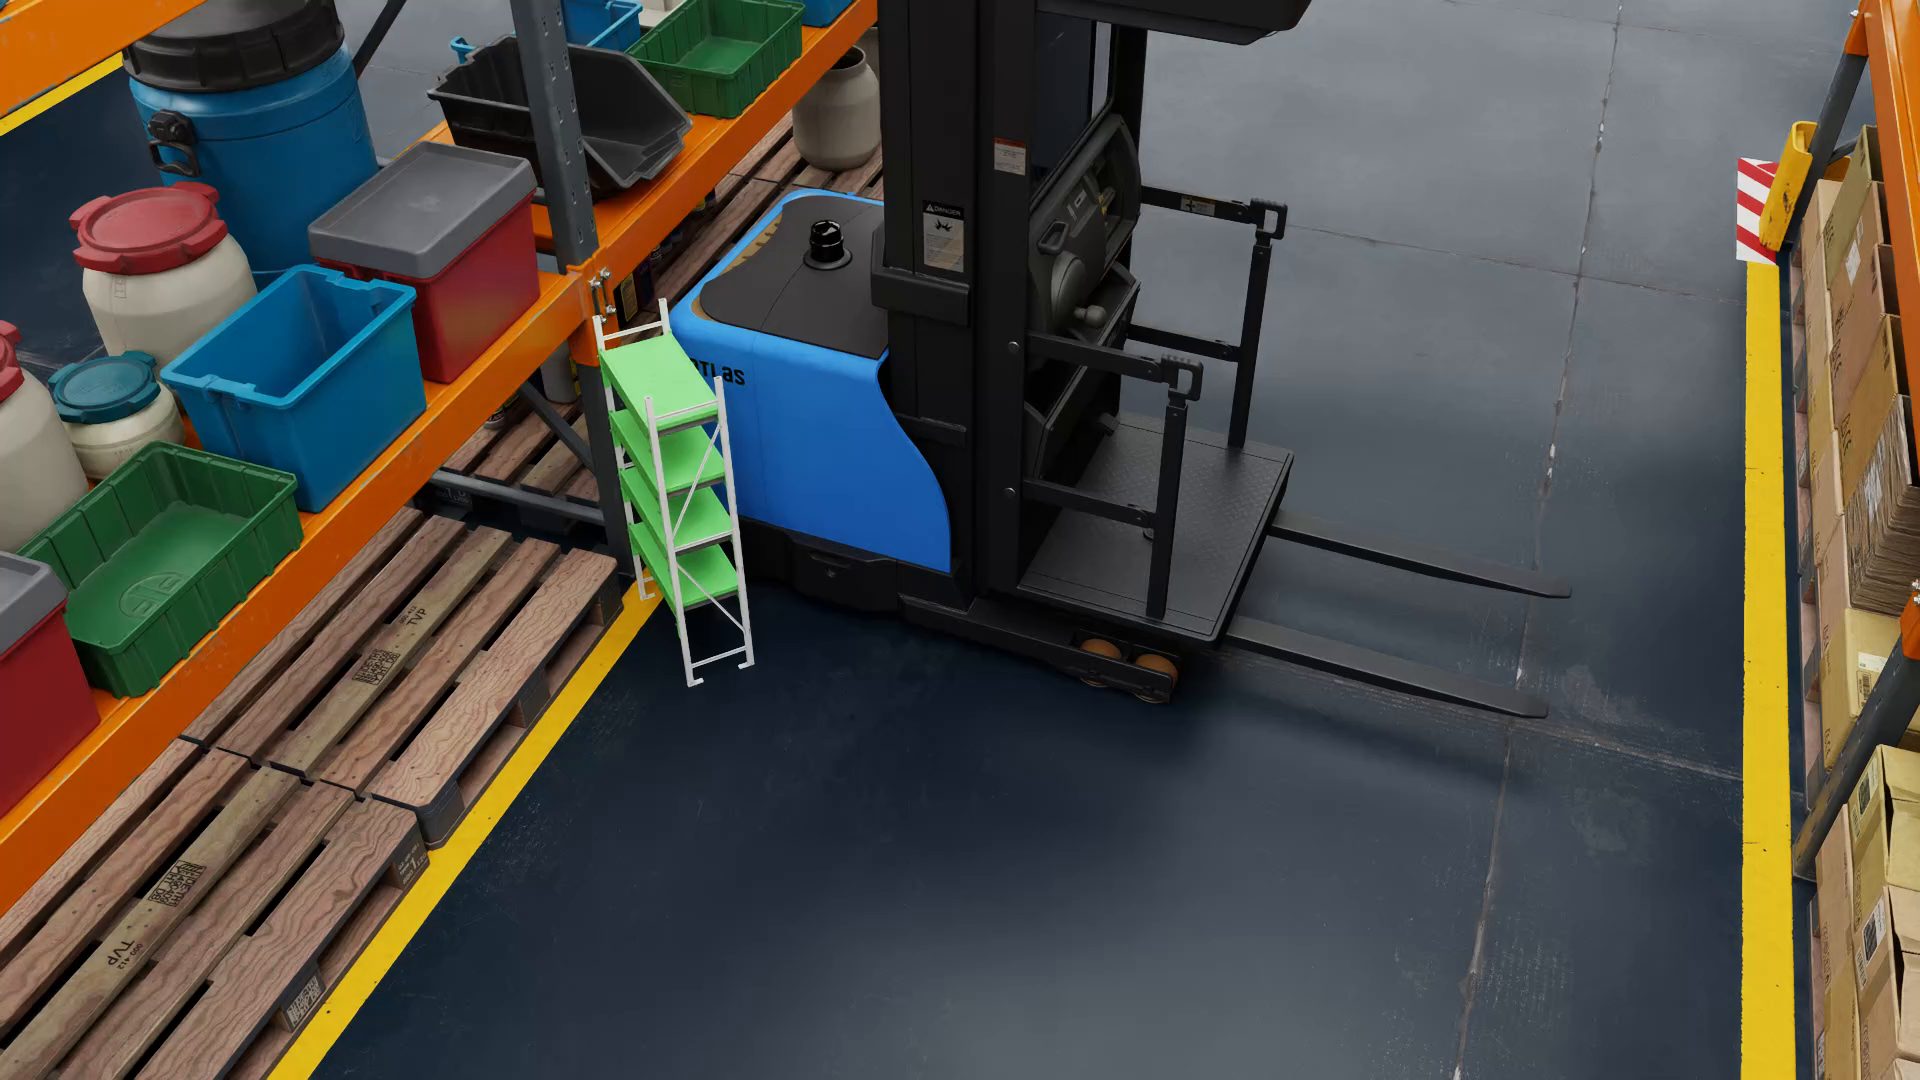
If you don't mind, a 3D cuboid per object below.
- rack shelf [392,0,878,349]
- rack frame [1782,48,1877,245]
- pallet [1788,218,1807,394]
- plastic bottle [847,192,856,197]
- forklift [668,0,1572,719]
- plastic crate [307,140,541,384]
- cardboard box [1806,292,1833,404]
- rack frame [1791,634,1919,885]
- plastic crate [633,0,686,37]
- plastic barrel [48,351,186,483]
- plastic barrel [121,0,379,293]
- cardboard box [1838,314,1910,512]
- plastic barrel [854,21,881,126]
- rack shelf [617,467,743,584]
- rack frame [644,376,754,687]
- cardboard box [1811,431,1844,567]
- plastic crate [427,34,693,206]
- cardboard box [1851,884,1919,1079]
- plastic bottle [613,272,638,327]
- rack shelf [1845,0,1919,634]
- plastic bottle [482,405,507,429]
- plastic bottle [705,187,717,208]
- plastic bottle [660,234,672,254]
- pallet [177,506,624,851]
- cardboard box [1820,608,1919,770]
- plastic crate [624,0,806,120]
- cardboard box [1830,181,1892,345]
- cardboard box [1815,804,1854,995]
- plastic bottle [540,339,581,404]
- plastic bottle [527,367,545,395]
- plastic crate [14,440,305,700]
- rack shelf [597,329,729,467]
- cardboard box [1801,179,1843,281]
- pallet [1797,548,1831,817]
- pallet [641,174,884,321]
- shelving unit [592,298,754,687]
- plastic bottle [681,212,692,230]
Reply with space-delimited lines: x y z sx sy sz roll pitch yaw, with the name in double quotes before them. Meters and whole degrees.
"rack shelf" -0.954 -2.089 6.941 1.077 0.370 4.000 13 42 15
"rack frame" 4.383 -2.480 6.846 1.000 3.000 0.127 13 42 15
"pallet" 4.161 -0.944 7.194 1.003 0.211 1.213 13 42 15
"plastic bottle" -0.487 -1.467 7.476 0.097 0.201 0.097 0 40 0
"forklift" 0.579 -0.960 5.117 3.031 2.935 1.130 15 43 17
"plastic crate" -1.516 -0.804 4.831 0.402 0.464 0.583 13 42 15
"cardboard box" 3.652 -0.706 6.561 0.500 0.250 0.500 13 42 15
"rack frame" 3.015 -0.041 3.987 1.000 3.000 0.127 13 42 15
"plastic crate" -1.321 -2.089 6.590 0.530 0.136 0.437 13 42 15
"plastic barrel" -2.235 -0.317 4.417 0.301 0.262 0.301 0 40 0
"plastic barrel" -2.055 -1.165 4.918 0.600 0.901 0.708 13 42 15
"cardboard box" 3.318 -0.379 5.601 0.500 0.500 0.500 13 42 15
"plastic barrel" -0.424 -2.377 8.318 0.421 0.512 0.421 0 40 0
"rack shelf" -0.933 -0.087 5.526 0.258 0.148 0.480 -19 44 -21
"rack frame" -0.820 0.005 5.320 0.240 1.200 0.015 -19 44 -21
"cardboard box" 3.306 -0.097 5.847 0.500 0.250 0.500 13 42 15
"plastic crate" -1.340 -1.410 5.639 0.767 0.338 0.504 13 42 15
"cardboard box" 2.464 1.133 3.974 0.500 0.311 0.500 13 42 15
"plastic bottle" -1.408 -1.040 6.912 0.061 0.283 0.133 13 42 15
"rack shelf" 3.699 -0.987 5.650 1.077 0.370 4.000 13 42 15
"plastic bottle" -1.807 -0.536 6.384 0.097 0.201 0.097 0 40 0
"plastic bottle" -1.183 -1.675 7.665 0.097 0.271 0.097 0 40 0
"plastic bottle" -1.335 -1.405 7.349 0.097 0.271 0.097 0 40 0
"pallet" -1.870 0.406 5.612 1.003 0.211 1.213 13 42 15
"cardboard box" 2.968 0.514 5.131 0.500 0.250 0.500 13 42 15
"plastic crate" -0.909 -1.827 6.244 0.450 0.188 0.662 13 42 15
"cardboard box" 3.662 -0.989 6.315 0.500 0.500 0.500 13 42 15
"cardboard box" 2.644 1.037 4.519 0.500 0.250 0.500 12 42 14
"plastic bottle" -1.553 -0.727 6.493 0.144 0.351 0.185 13 42 15
"plastic bottle" -1.689 -0.759 6.530 0.144 0.351 0.185 12 42 14
"plastic crate" -1.969 0.063 4.028 0.450 0.188 0.662 13 42 15
"rack shelf" -0.933 -0.452 5.214 0.258 0.148 0.480 -19 44 -21
"cardboard box" 3.991 -1.316 7.277 0.500 0.250 0.500 13 42 15
"pallet" 3.326 0.544 5.449 1.003 0.211 1.213 13 42 15
"pallet" -0.954 -1.229 7.527 1.003 0.211 1.213 13 42 15
"shelving unit" -0.933 -0.136 5.485 0.258 1.200 0.503 -19 44 -21
"plastic bottle" -1.278 -1.545 7.504 0.061 0.283 0.133 14 42 16
